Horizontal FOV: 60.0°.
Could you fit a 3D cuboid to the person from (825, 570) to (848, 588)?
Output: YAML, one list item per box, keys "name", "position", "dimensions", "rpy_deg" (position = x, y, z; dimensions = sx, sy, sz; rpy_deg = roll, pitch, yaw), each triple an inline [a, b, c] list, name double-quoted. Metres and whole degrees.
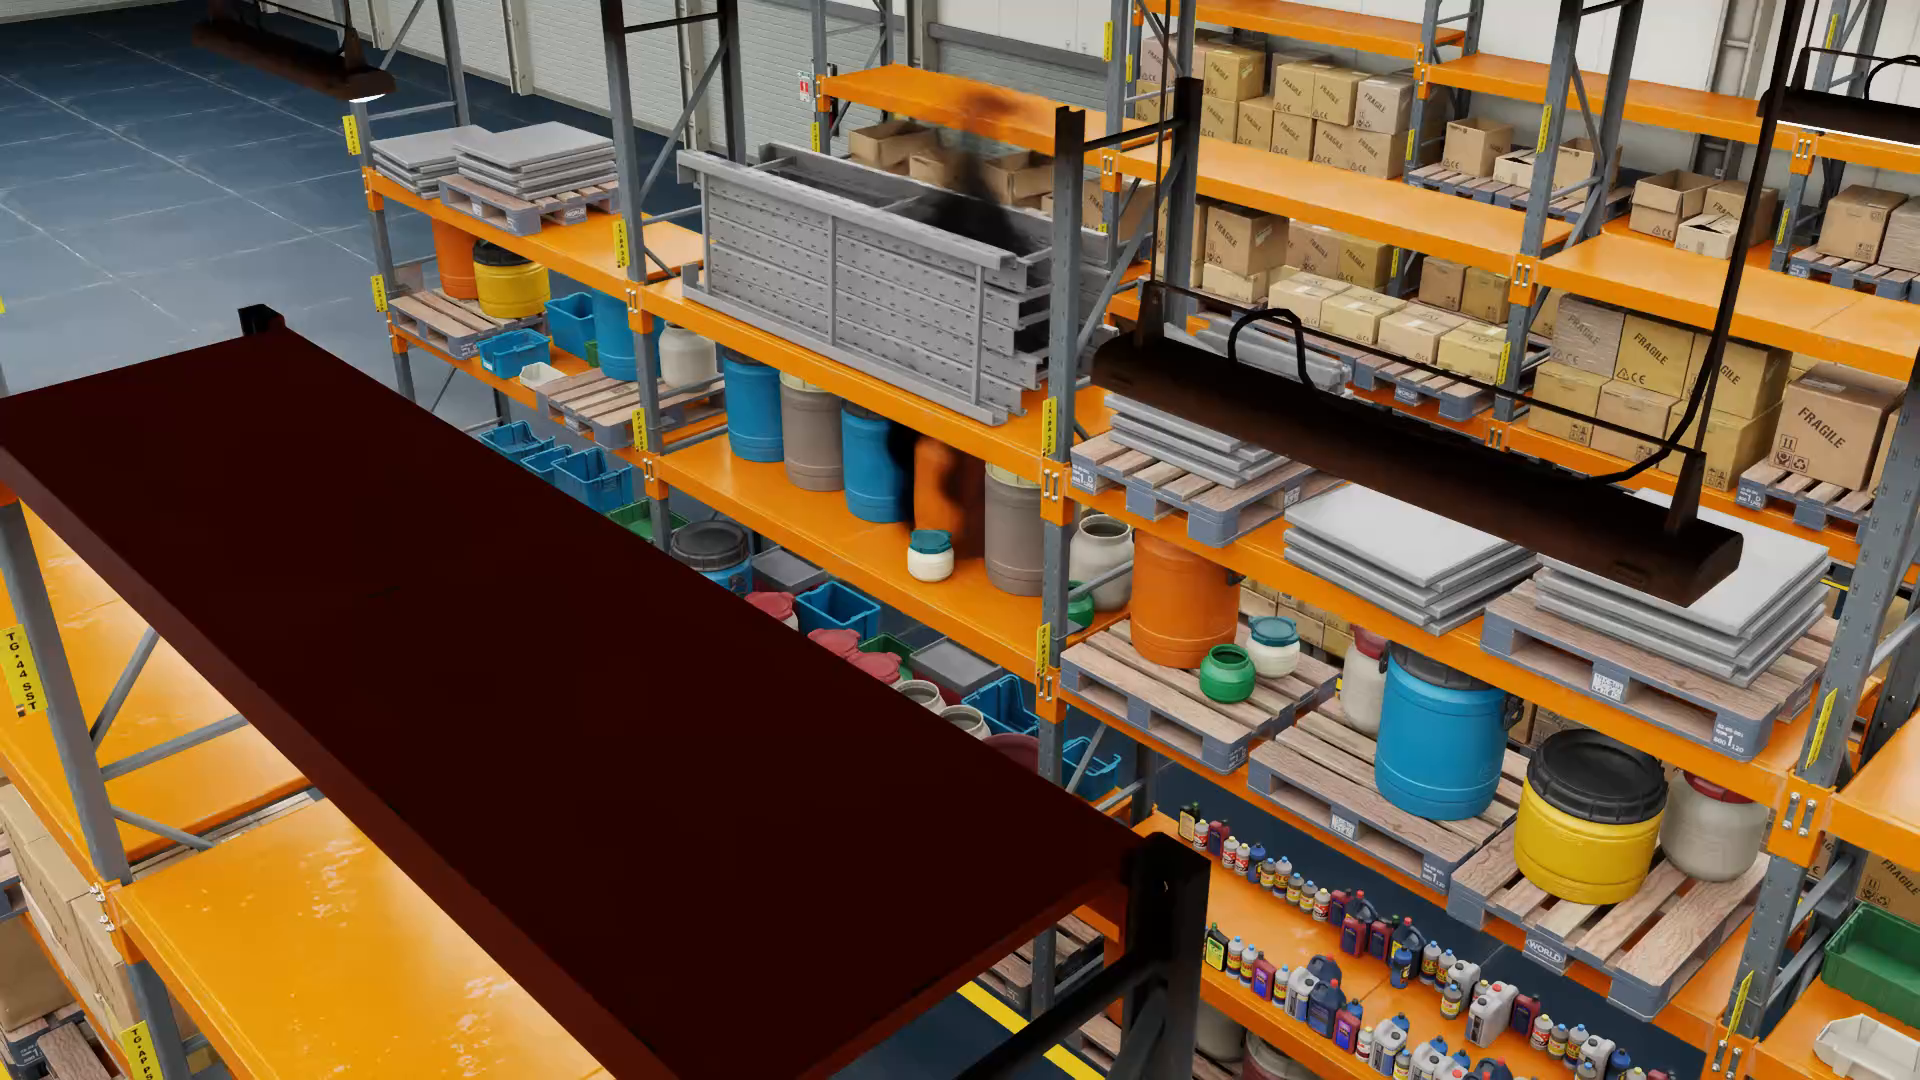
- name: "person"
  position: [-1.099, 0.241, 14.655]
  dimensions: [0.569, 1.614, 0.774]
  rpy_deg: [-11, 30, -20]
